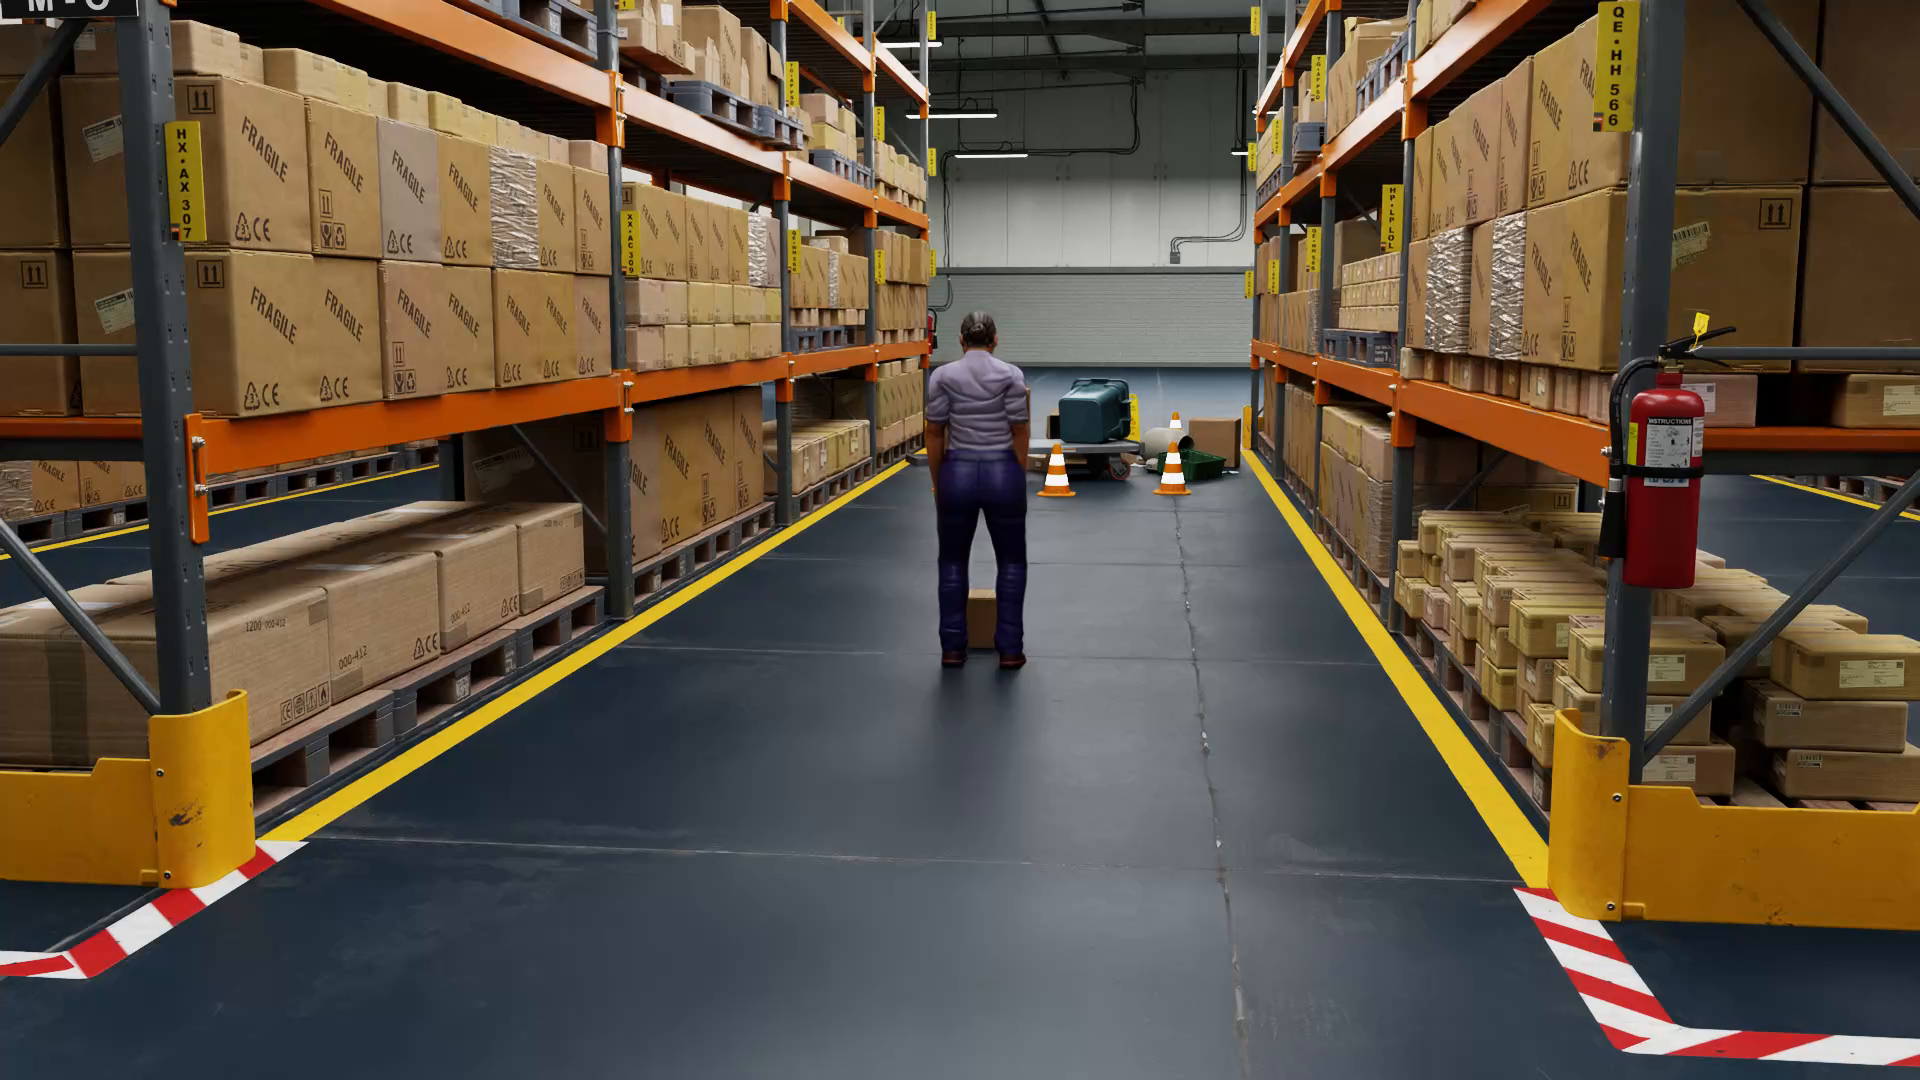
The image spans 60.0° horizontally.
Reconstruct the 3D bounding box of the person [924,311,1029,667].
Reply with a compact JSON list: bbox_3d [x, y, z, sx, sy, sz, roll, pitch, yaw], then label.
[{"bbox_3d":[0.077,-0.219,7.627,0.483,1.619,0.349,1,8,7],"label":"person"}]
